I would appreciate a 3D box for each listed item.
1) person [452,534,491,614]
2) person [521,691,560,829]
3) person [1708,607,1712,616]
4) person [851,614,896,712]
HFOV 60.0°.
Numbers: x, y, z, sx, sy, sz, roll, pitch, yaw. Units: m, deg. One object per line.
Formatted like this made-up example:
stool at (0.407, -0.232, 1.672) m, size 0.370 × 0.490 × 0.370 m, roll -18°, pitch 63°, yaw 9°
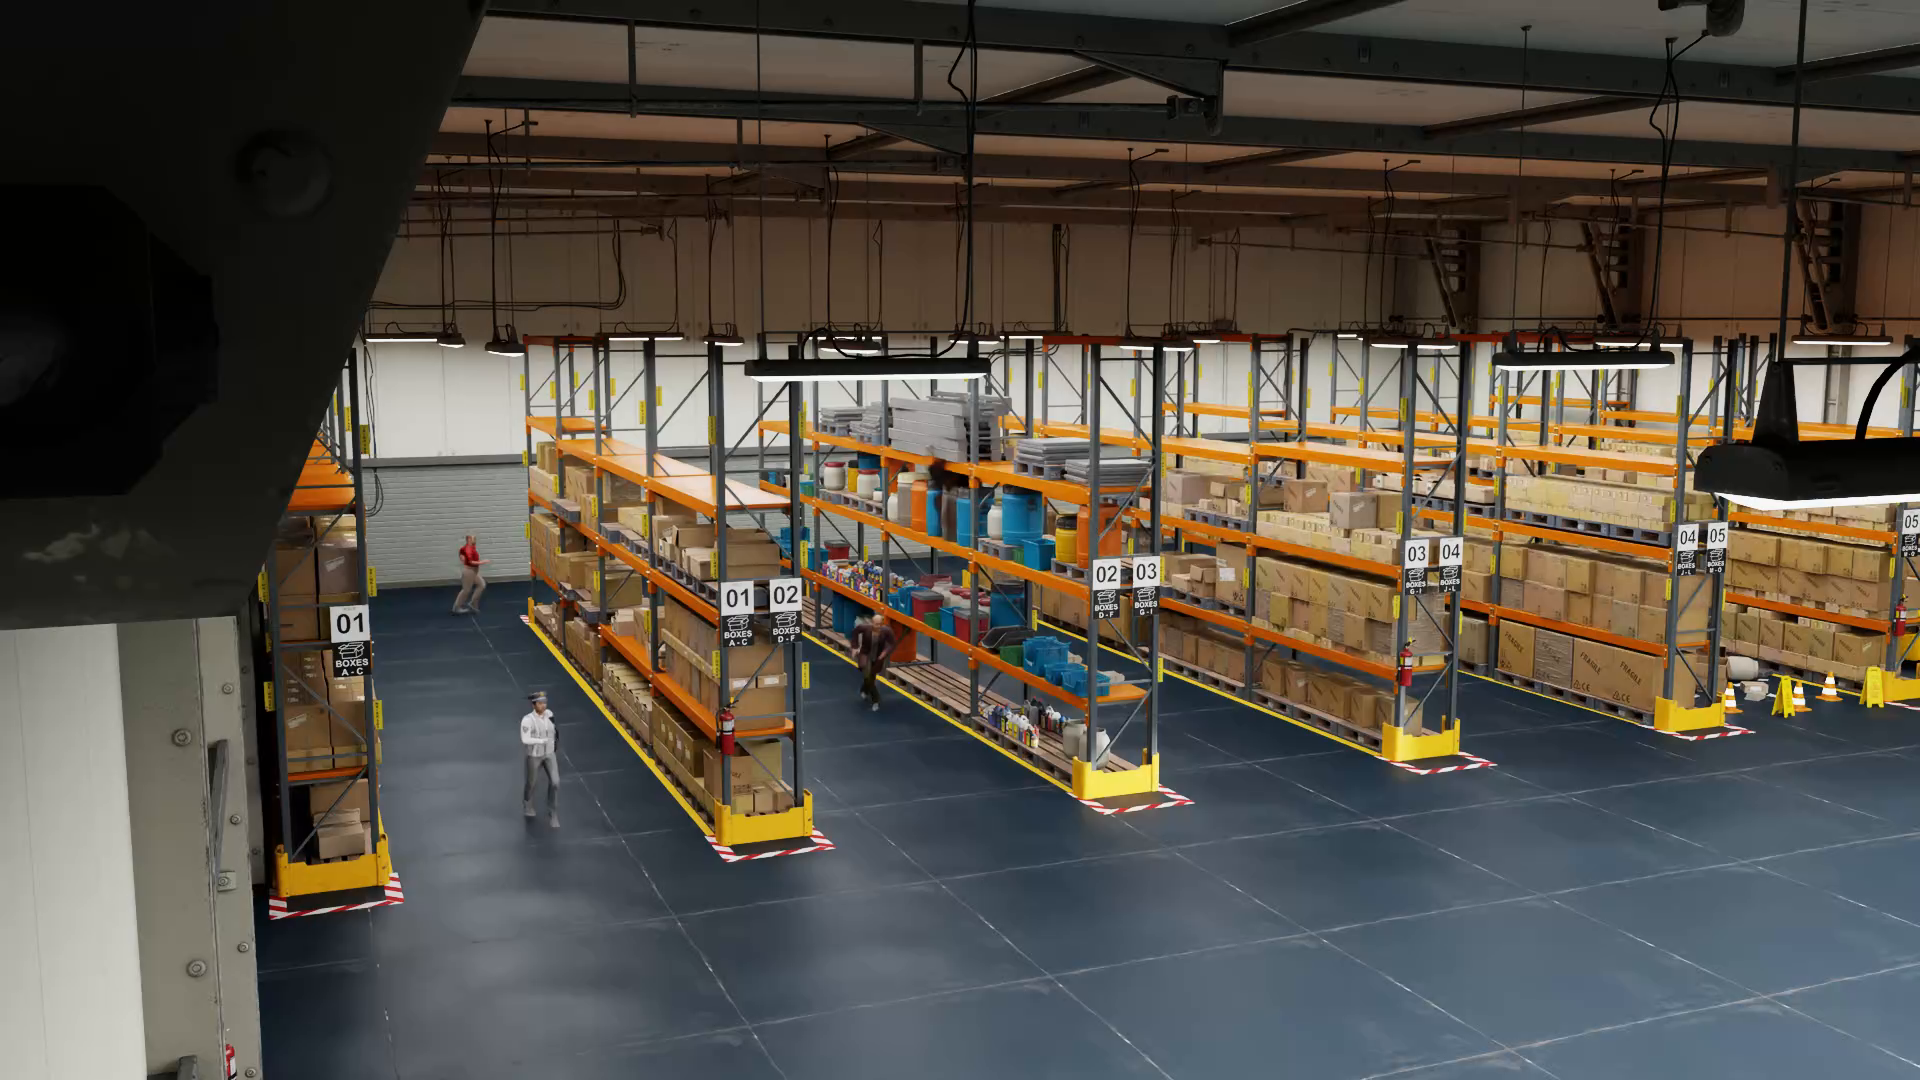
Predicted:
person at (-10.472, 0.748, 35.699) m, size 0.793 × 1.769 × 0.644 m, roll -2°, pitch 8°, yaw -11°
person at (-5.269, 2.732, 20.854) m, size 0.560 × 1.746 × 0.832 m, roll -6°, pitch 10°, yaw -37°
person at (15.339, 1.046, 33.958) m, size 0.712 × 1.580 × 0.923 m, roll -7°, pitch 10°, yaw -42°
person at (-1.442, 1.939, 27.263) m, size 0.712 × 1.613 × 1.110 m, roll -2°, pitch 8°, yaw -12°
